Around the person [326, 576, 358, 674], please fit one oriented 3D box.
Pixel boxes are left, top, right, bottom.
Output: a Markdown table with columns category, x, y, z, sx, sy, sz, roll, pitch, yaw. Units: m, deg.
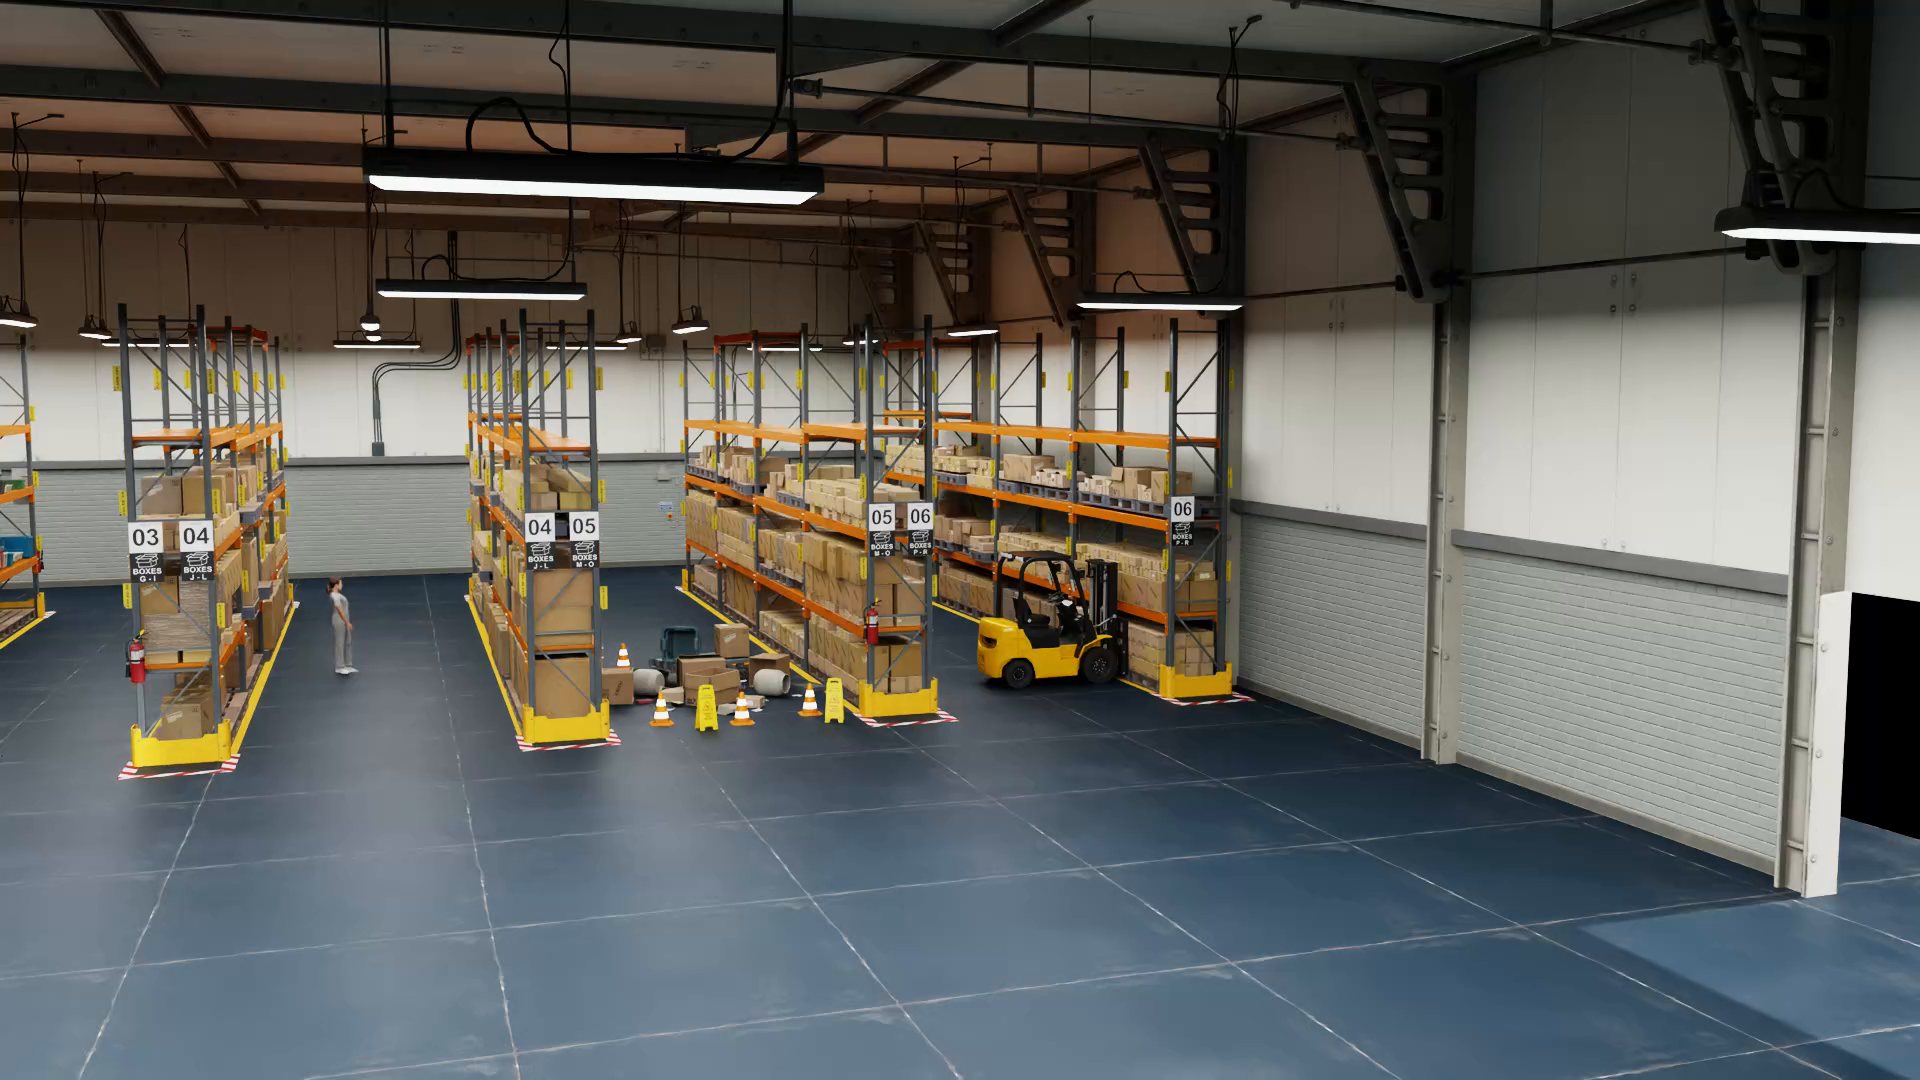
| category | x | y | z | sx | sy | sz | roll | pitch | yaw |
| --- | --- | --- | --- | --- | --- | --- | --- | --- | --- |
| person | -10.622 | 1.469 | 28.621 | 0.498 | 1.709 | 0.516 | 0 | 5 | 2 |
